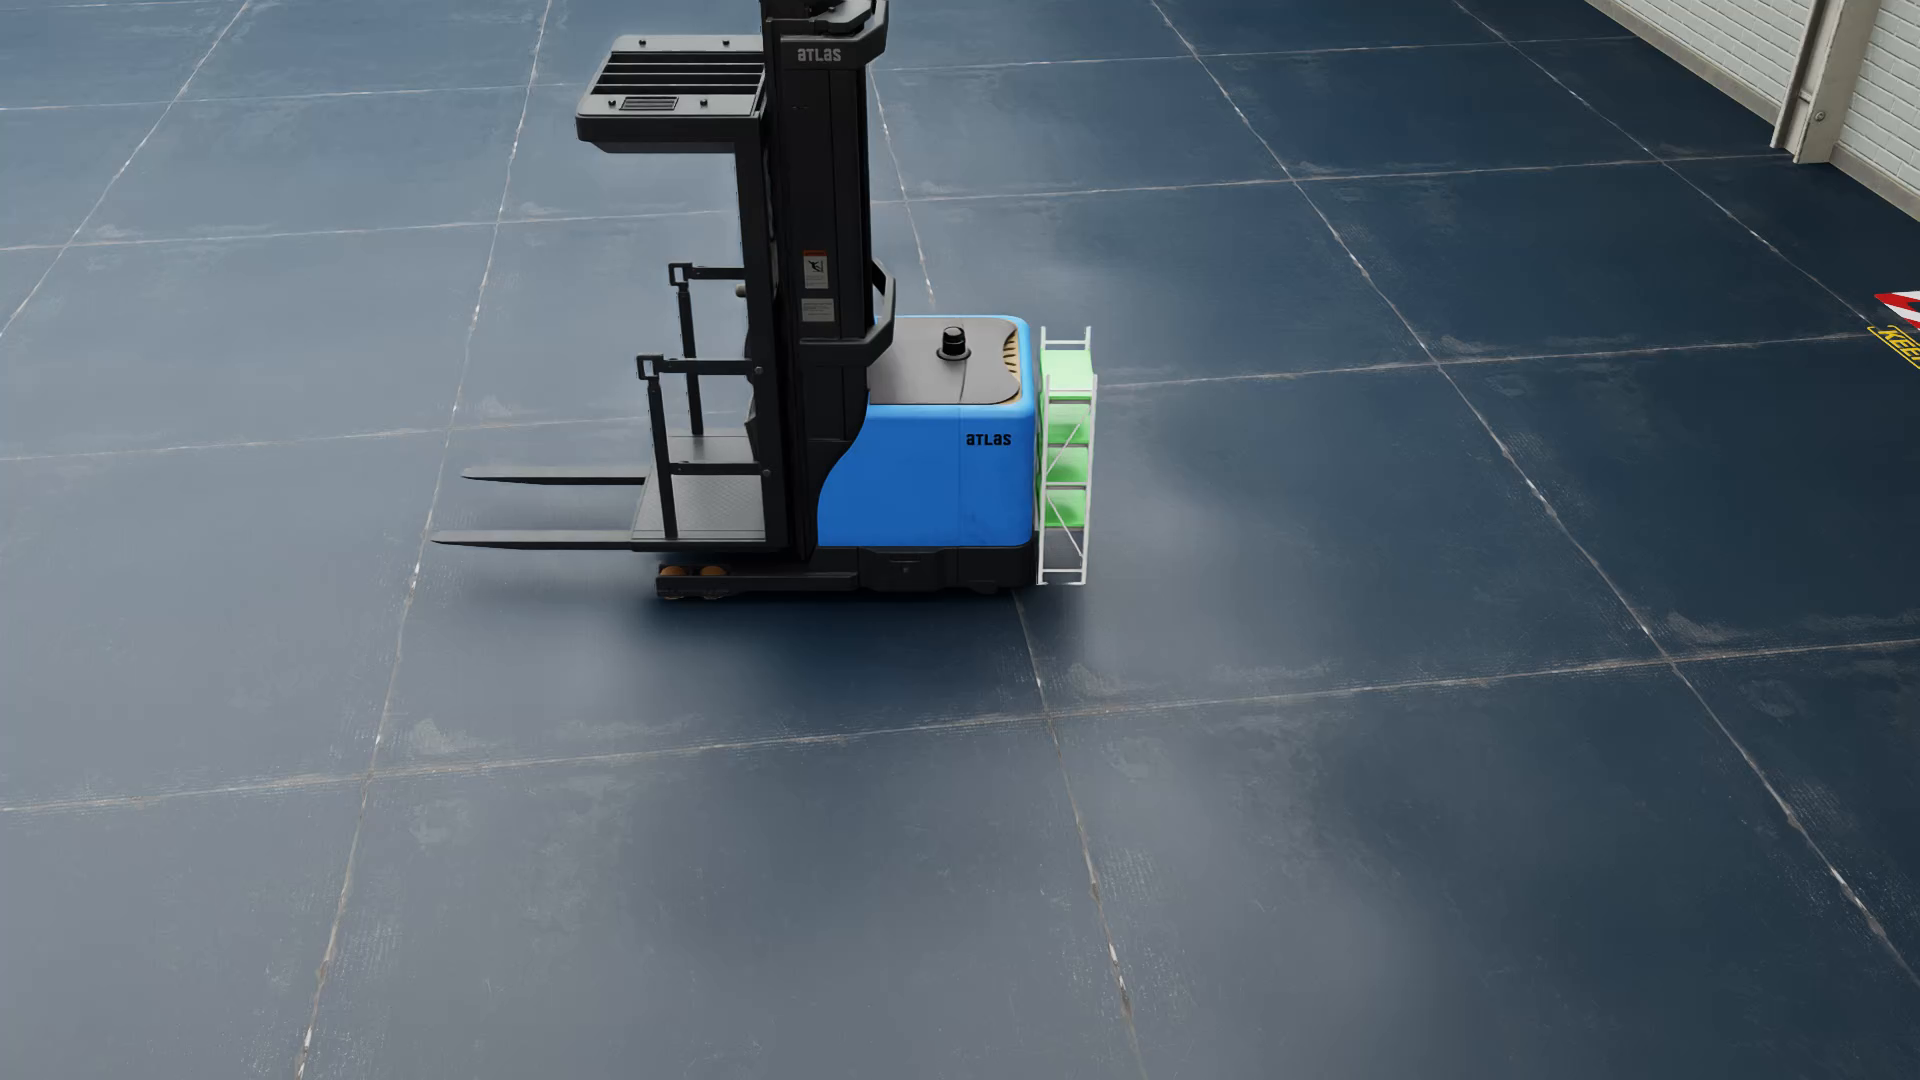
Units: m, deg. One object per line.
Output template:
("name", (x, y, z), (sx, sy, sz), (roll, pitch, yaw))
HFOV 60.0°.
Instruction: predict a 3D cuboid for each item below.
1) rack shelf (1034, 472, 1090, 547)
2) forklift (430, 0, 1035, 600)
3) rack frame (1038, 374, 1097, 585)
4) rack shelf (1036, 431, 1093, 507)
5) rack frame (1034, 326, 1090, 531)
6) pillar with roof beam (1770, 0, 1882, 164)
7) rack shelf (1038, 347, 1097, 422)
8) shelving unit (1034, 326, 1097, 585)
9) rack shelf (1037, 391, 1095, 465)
("rack shelf", (0.516, -0.159, 8.457), (0.258, 0.148, 0.480), (0, 34, 0))
("forklift", (-1.147, -1.212, 7.926), (3.031, 2.935, 1.130), (0, 34, 0))
("rack frame", (0.516, -0.273, 8.084), (0.240, 1.200, 0.015), (0, 34, 0))
("rack shelf", (0.516, -0.358, 8.322), (0.258, 0.148, 0.480), (0, 34, 0))
("rack frame", (0.517, -0.548, 8.487), (0.240, 1.200, 0.015), (0, 34, 0))
("pillar with roof beam", (2.449, -6.480, 10.268), (9.100, 9.000, 0.400), (-4, 35, -6))
("rack shelf", (0.518, -0.754, 8.051), (0.258, 0.148, 0.480), (0, 34, 0))
("shelving unit", (0.517, -0.410, 8.286), (0.258, 1.200, 0.503), (0, 34, 0))
("rack shelf", (0.517, -0.556, 8.187), (0.258, 0.148, 0.480), (0, 34, 0))
